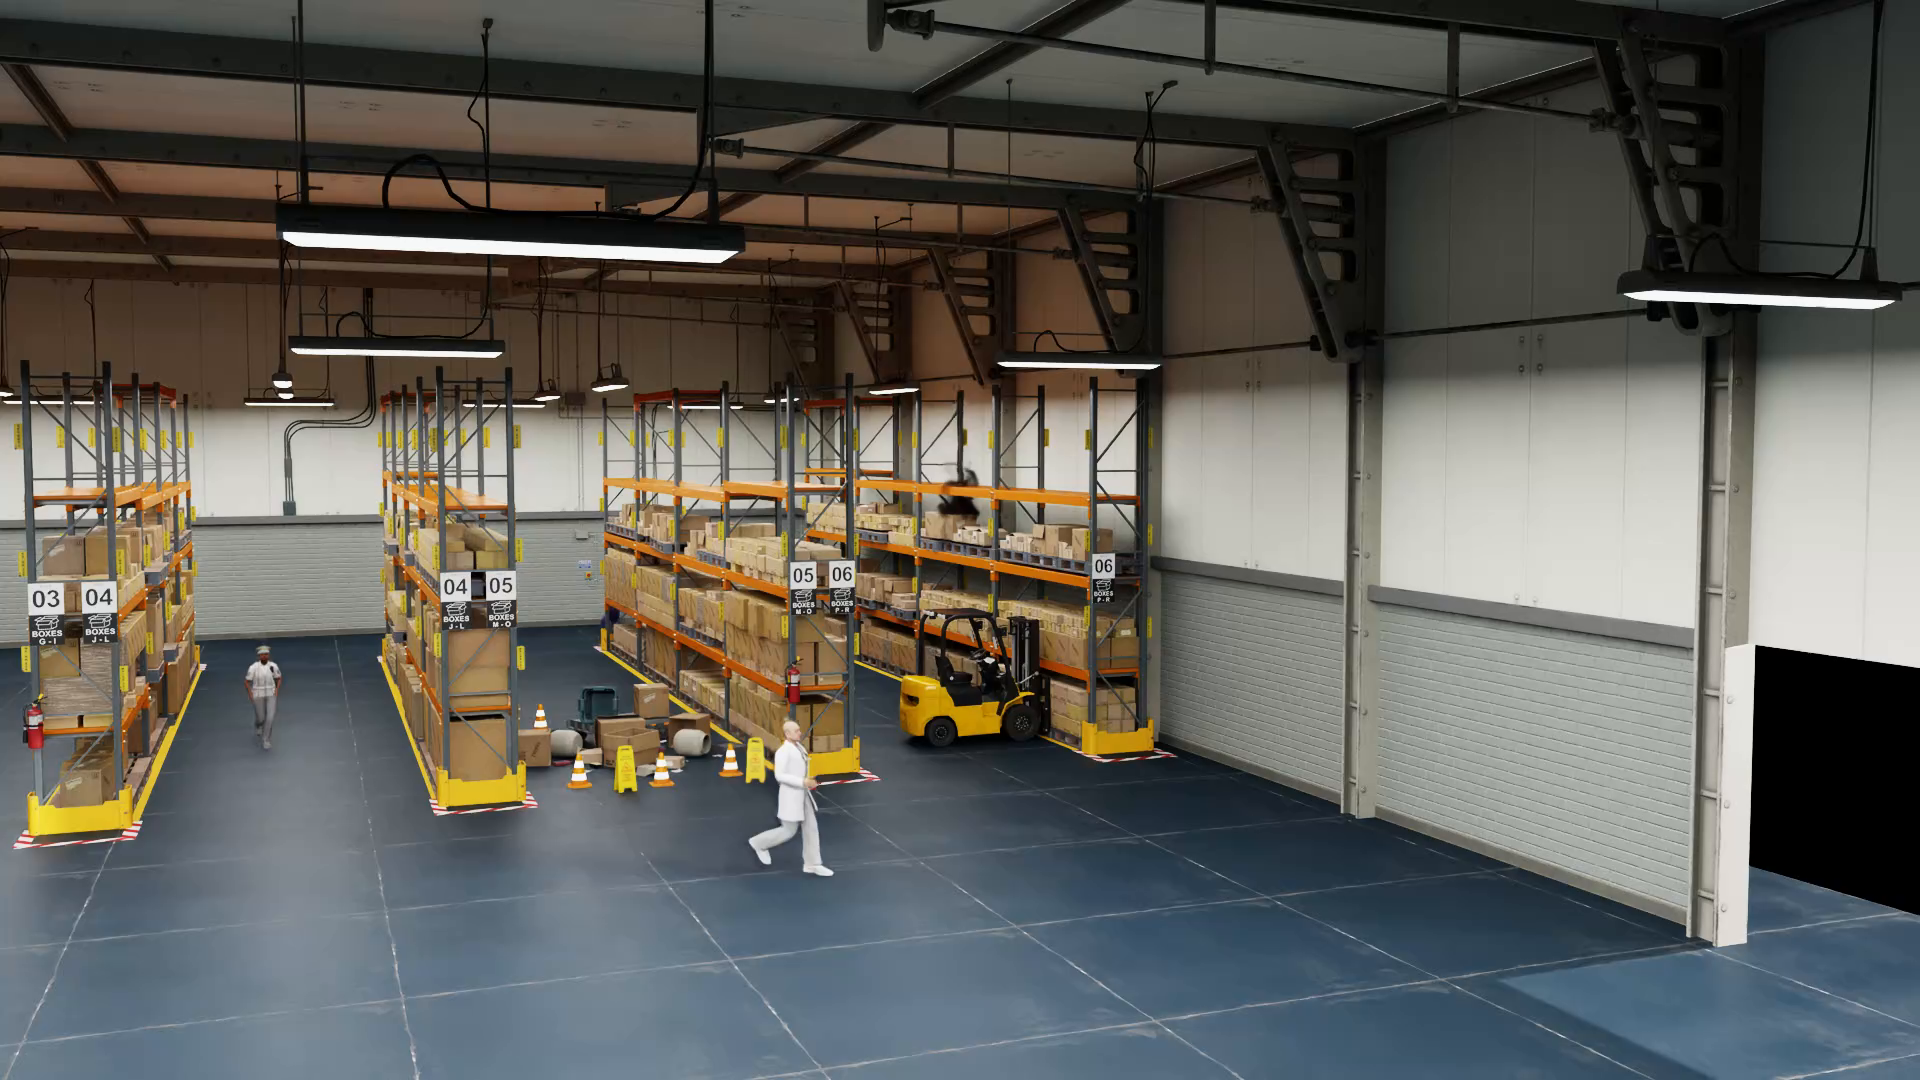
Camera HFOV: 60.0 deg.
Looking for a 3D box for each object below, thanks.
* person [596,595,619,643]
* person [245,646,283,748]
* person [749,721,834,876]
[{"bbox_3d":[-8.547,1.737,40.823,0.865,1.633,0.636,0,3,-5],"label":"person"},{"bbox_3d":[-11.390,2.544,27.233,0.582,1.655,0.578,-2,4,-30],"label":"person"},{"bbox_3d":[-1.934,2.960,19.119,1.018,1.769,0.717,1,4,19],"label":"person"}]
